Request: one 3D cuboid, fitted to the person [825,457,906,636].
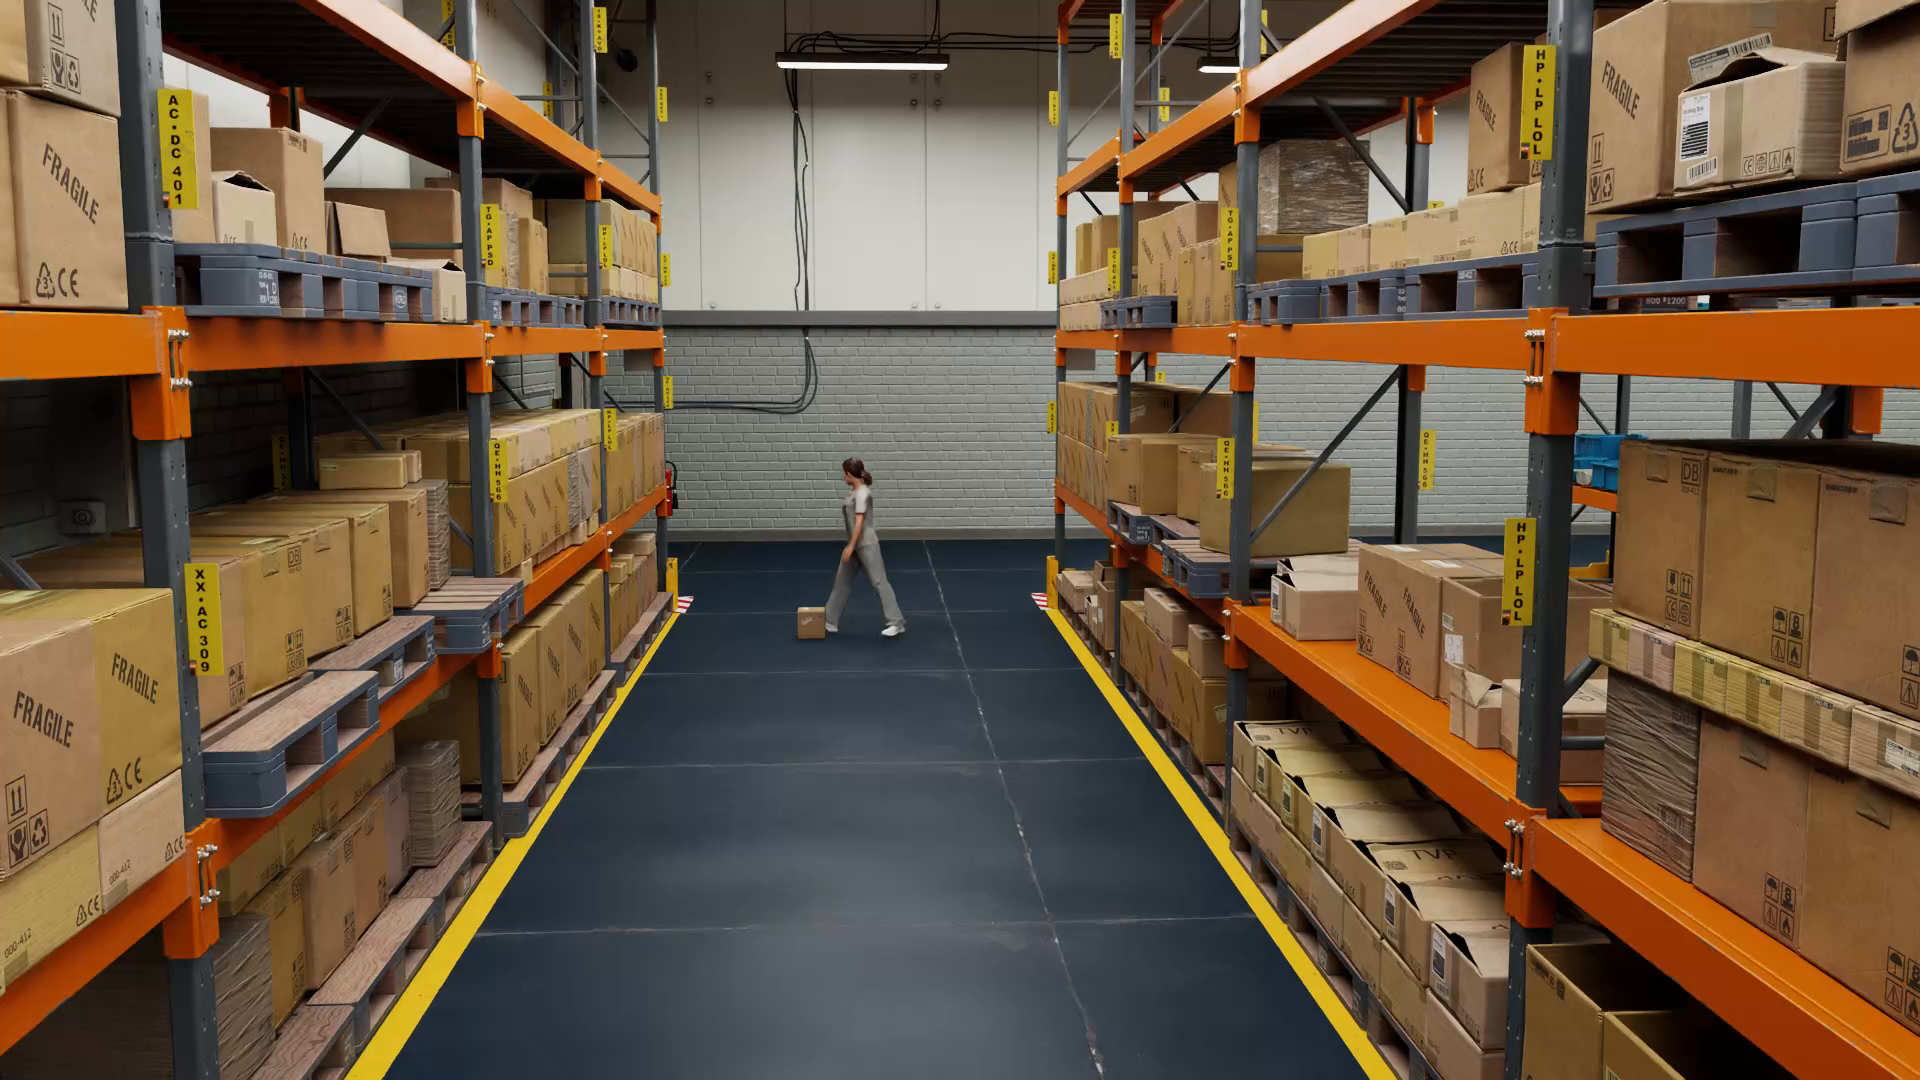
[{"bbox_3d":[-0.950,0.055,15.257,0.851,1.634,0.603,-2,7,-18],"label":"person"}]
